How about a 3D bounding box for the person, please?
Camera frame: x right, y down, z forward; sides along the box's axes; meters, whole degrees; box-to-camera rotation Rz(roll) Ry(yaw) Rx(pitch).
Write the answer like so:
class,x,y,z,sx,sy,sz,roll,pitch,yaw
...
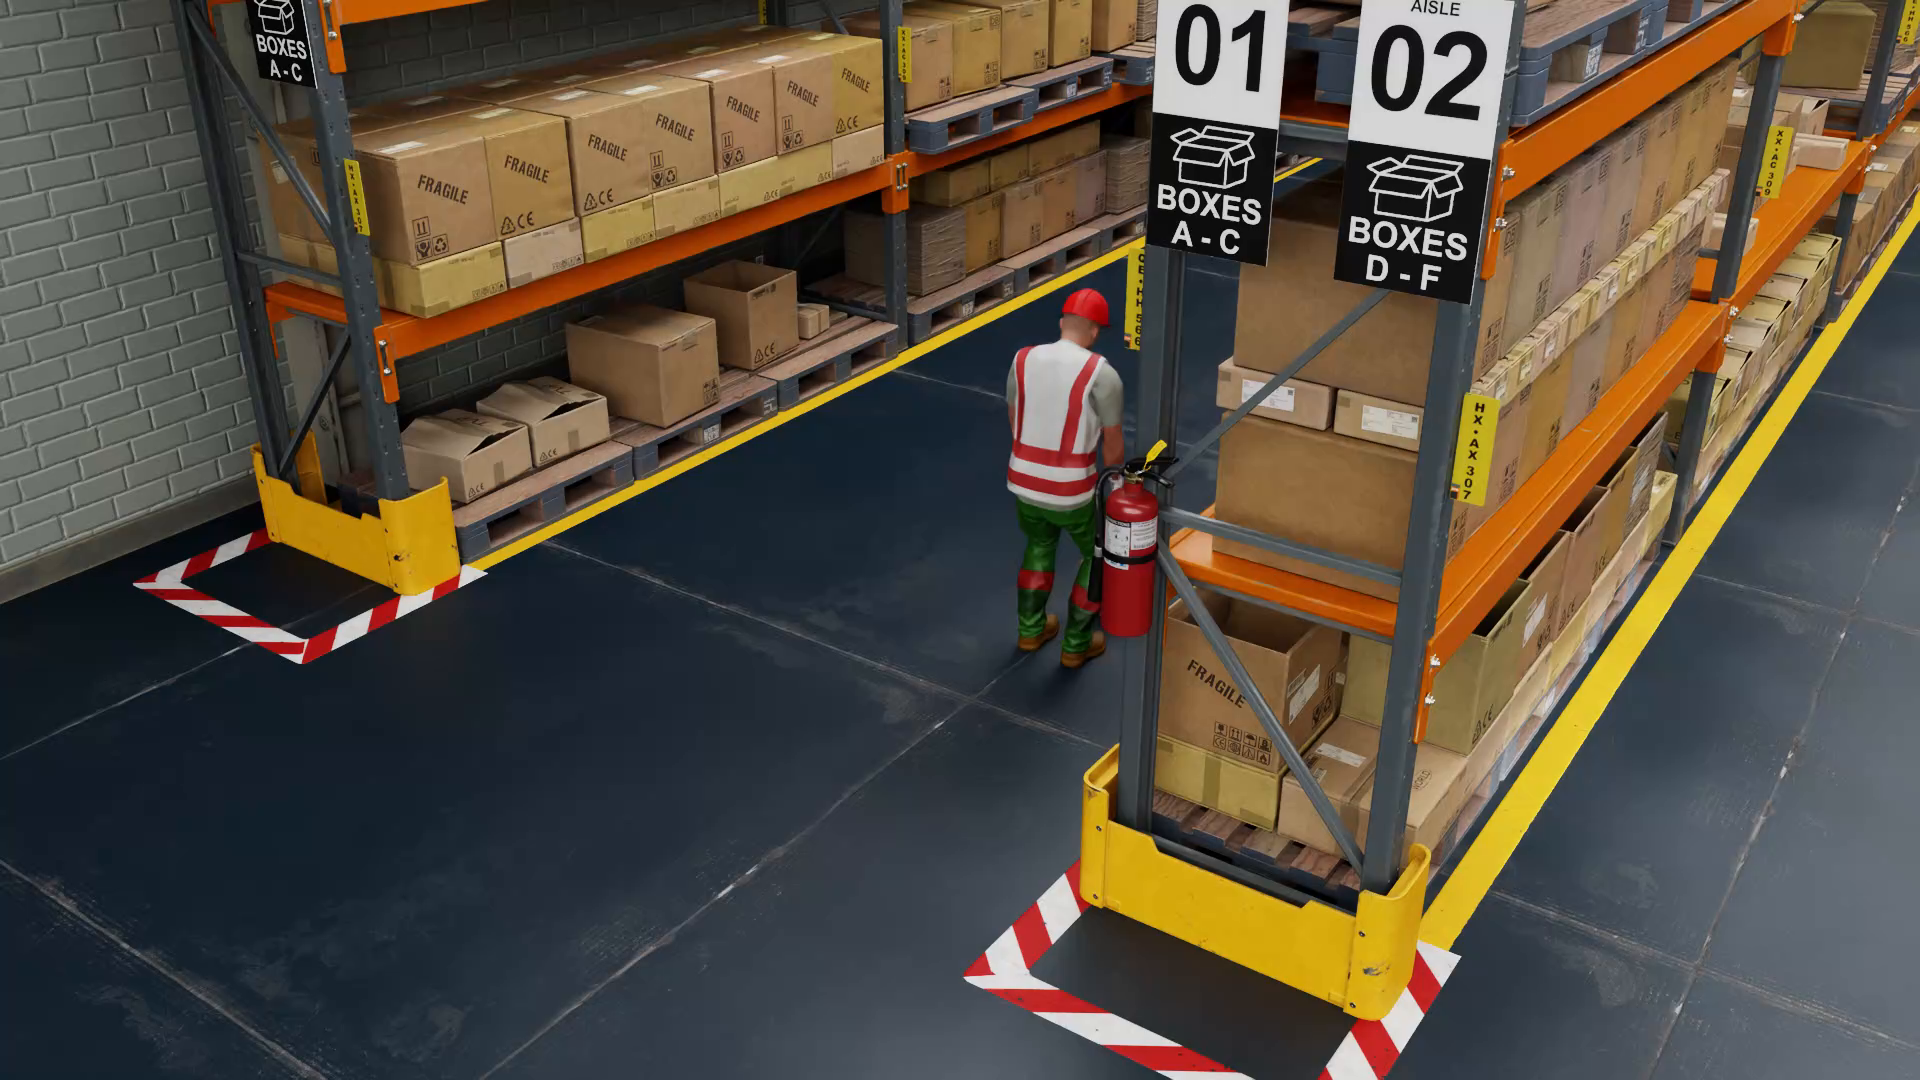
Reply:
class,x,y,z,sx,sy,sz,roll,pitch,yaw
person,0.451,-0.269,7.285,0.562,1.647,0.580,18,32,31
